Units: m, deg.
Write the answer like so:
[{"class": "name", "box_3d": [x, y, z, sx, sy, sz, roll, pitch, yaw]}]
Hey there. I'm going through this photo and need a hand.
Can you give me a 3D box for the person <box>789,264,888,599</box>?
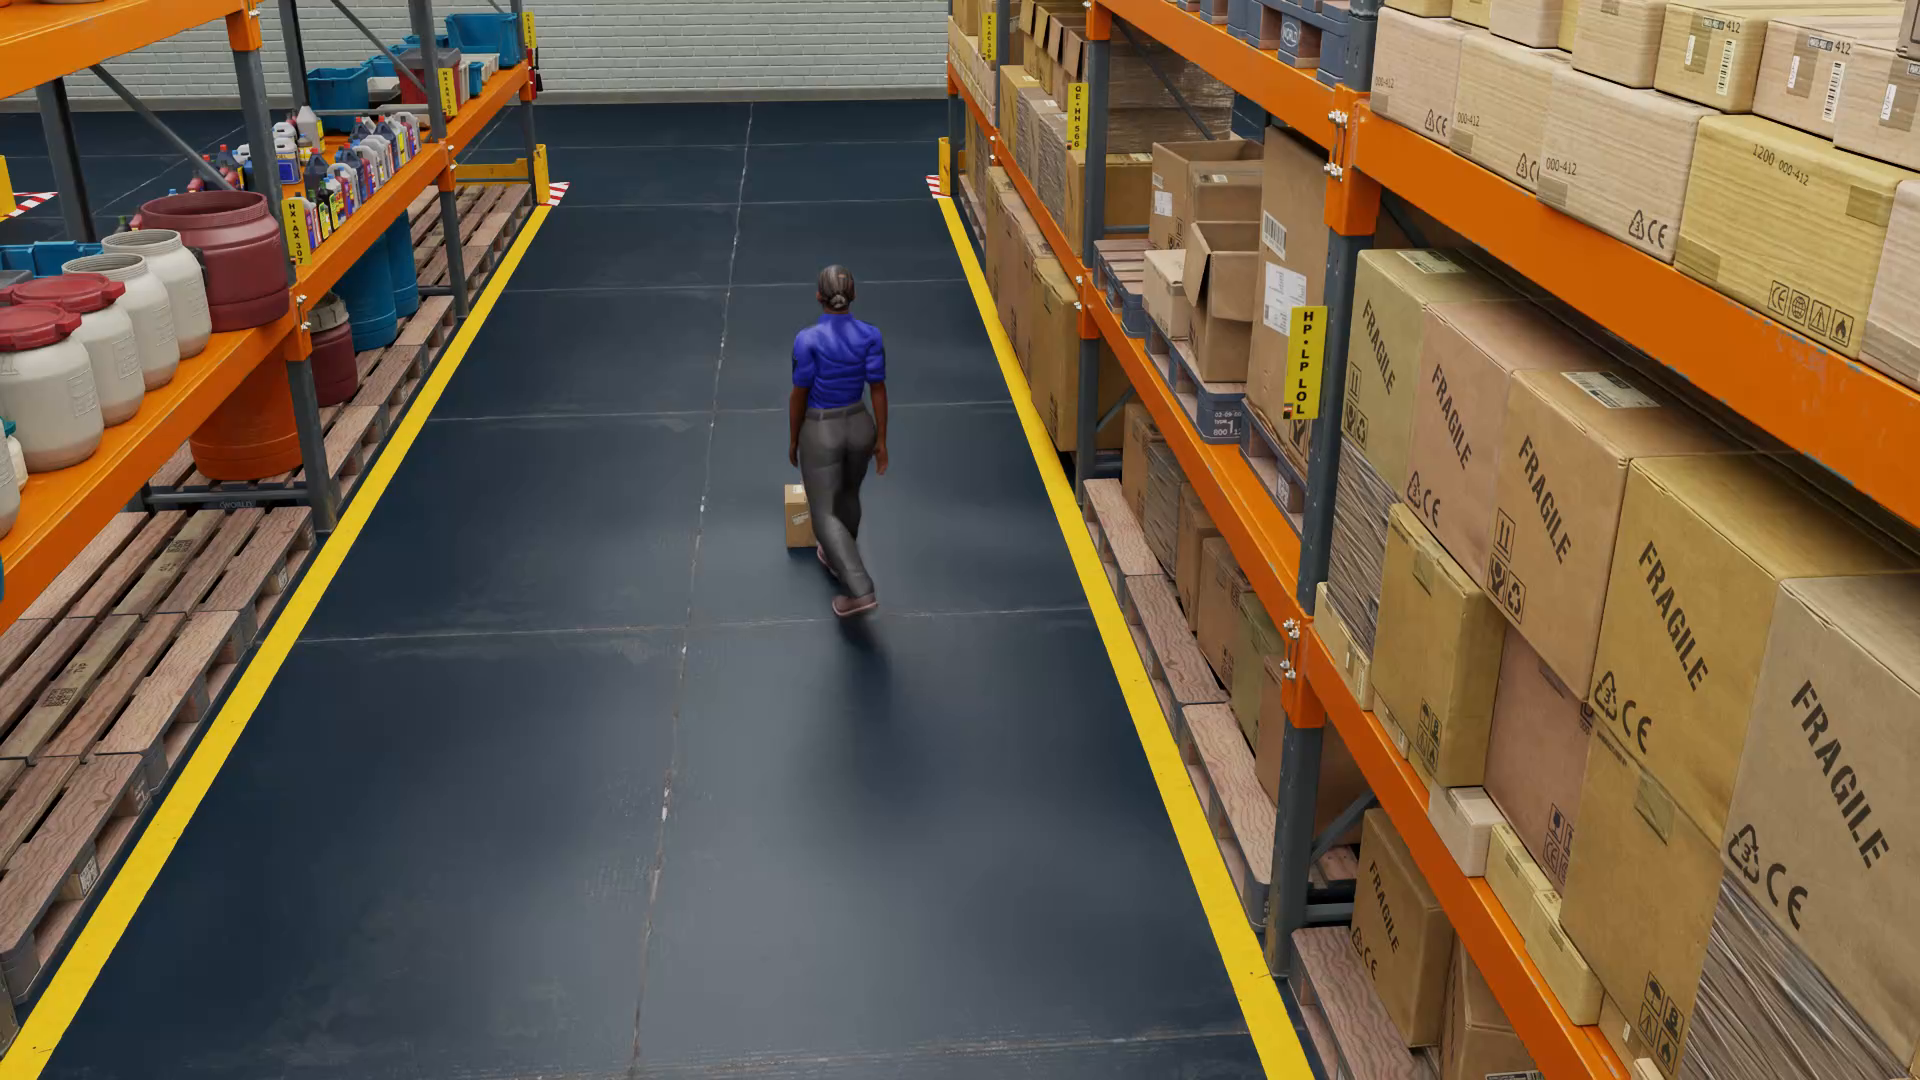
[{"class": "person", "box_3d": [-0.530, -0.480, 7.612, 0.430, 1.571, 0.737, -15, 28, -30]}]
